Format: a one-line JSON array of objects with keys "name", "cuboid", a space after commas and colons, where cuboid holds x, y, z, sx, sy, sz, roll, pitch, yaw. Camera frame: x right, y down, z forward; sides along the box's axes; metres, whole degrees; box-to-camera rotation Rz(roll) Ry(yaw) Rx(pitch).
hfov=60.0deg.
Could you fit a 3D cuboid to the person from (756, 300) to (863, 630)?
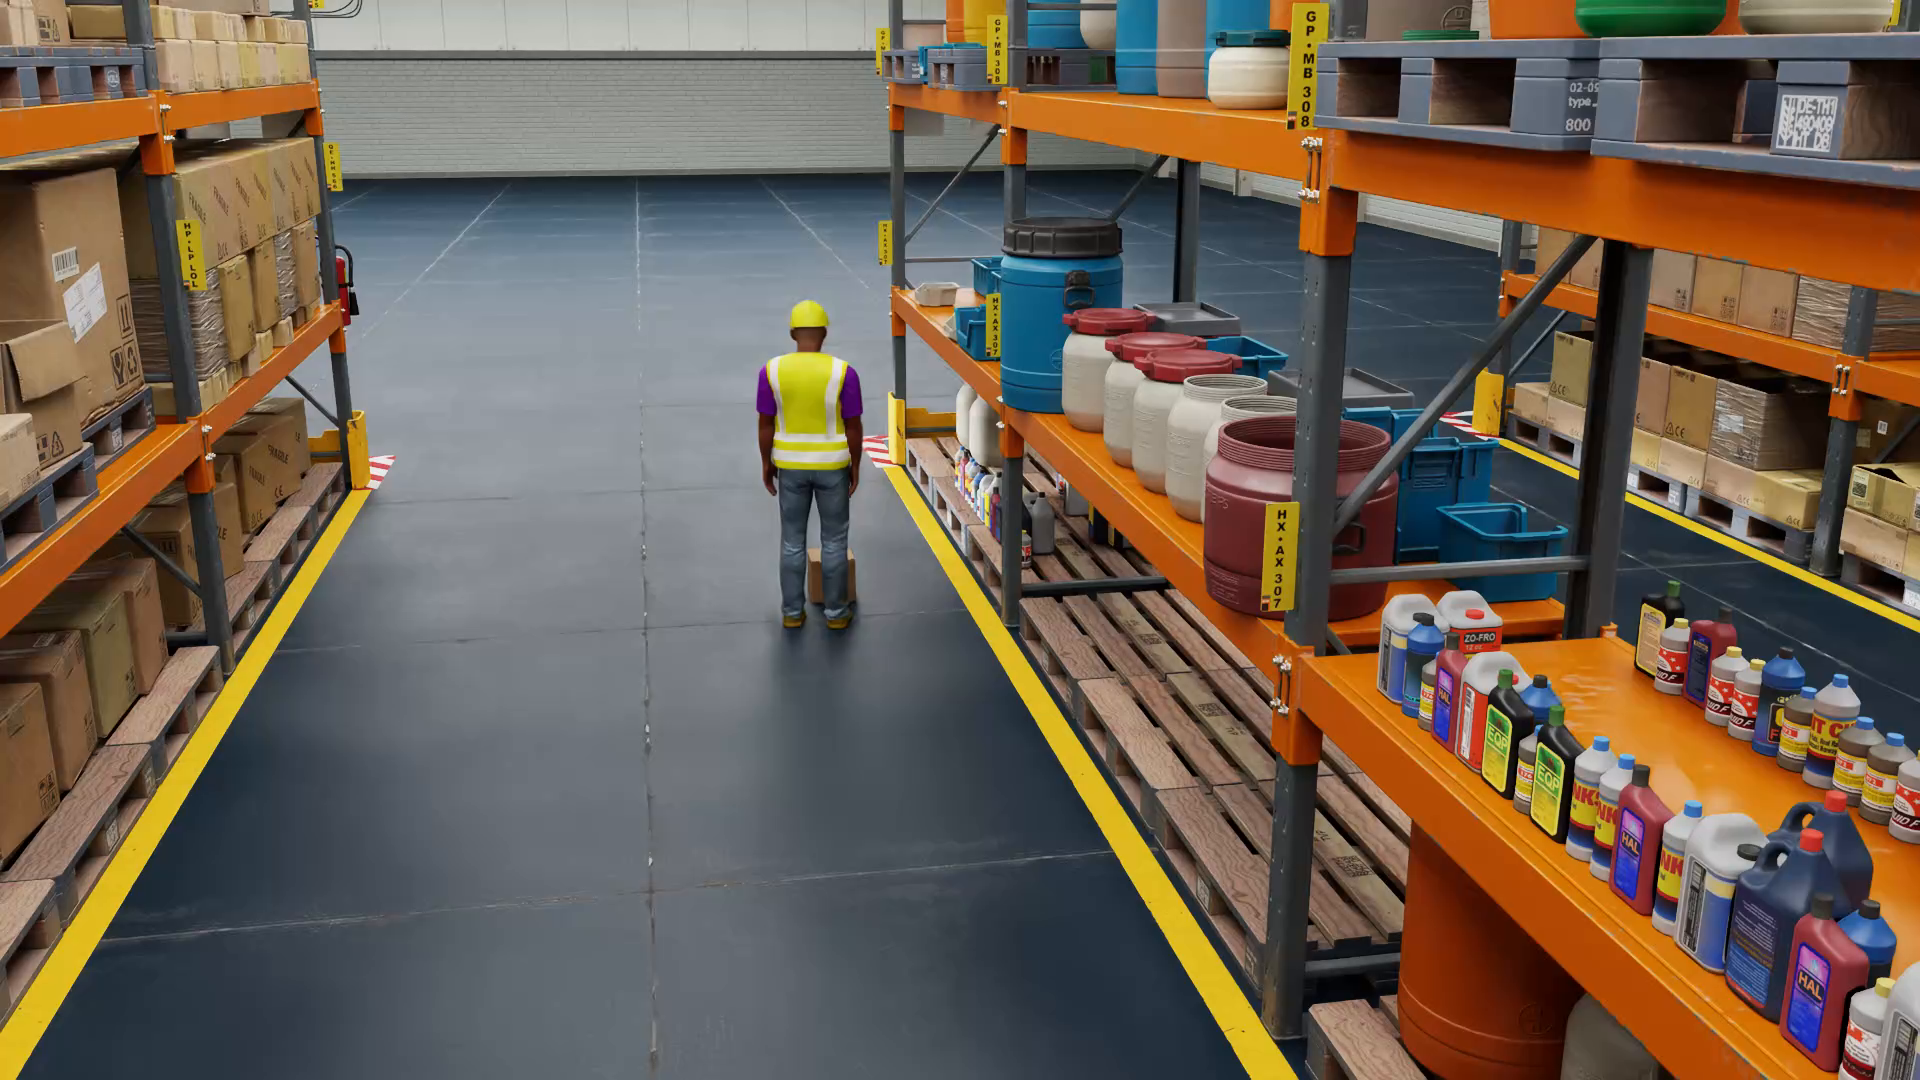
[{"name": "person", "cuboid": [-0.783, -0.397, 8.841, 0.564, 1.770, 0.380, 1, 16, 5]}]
